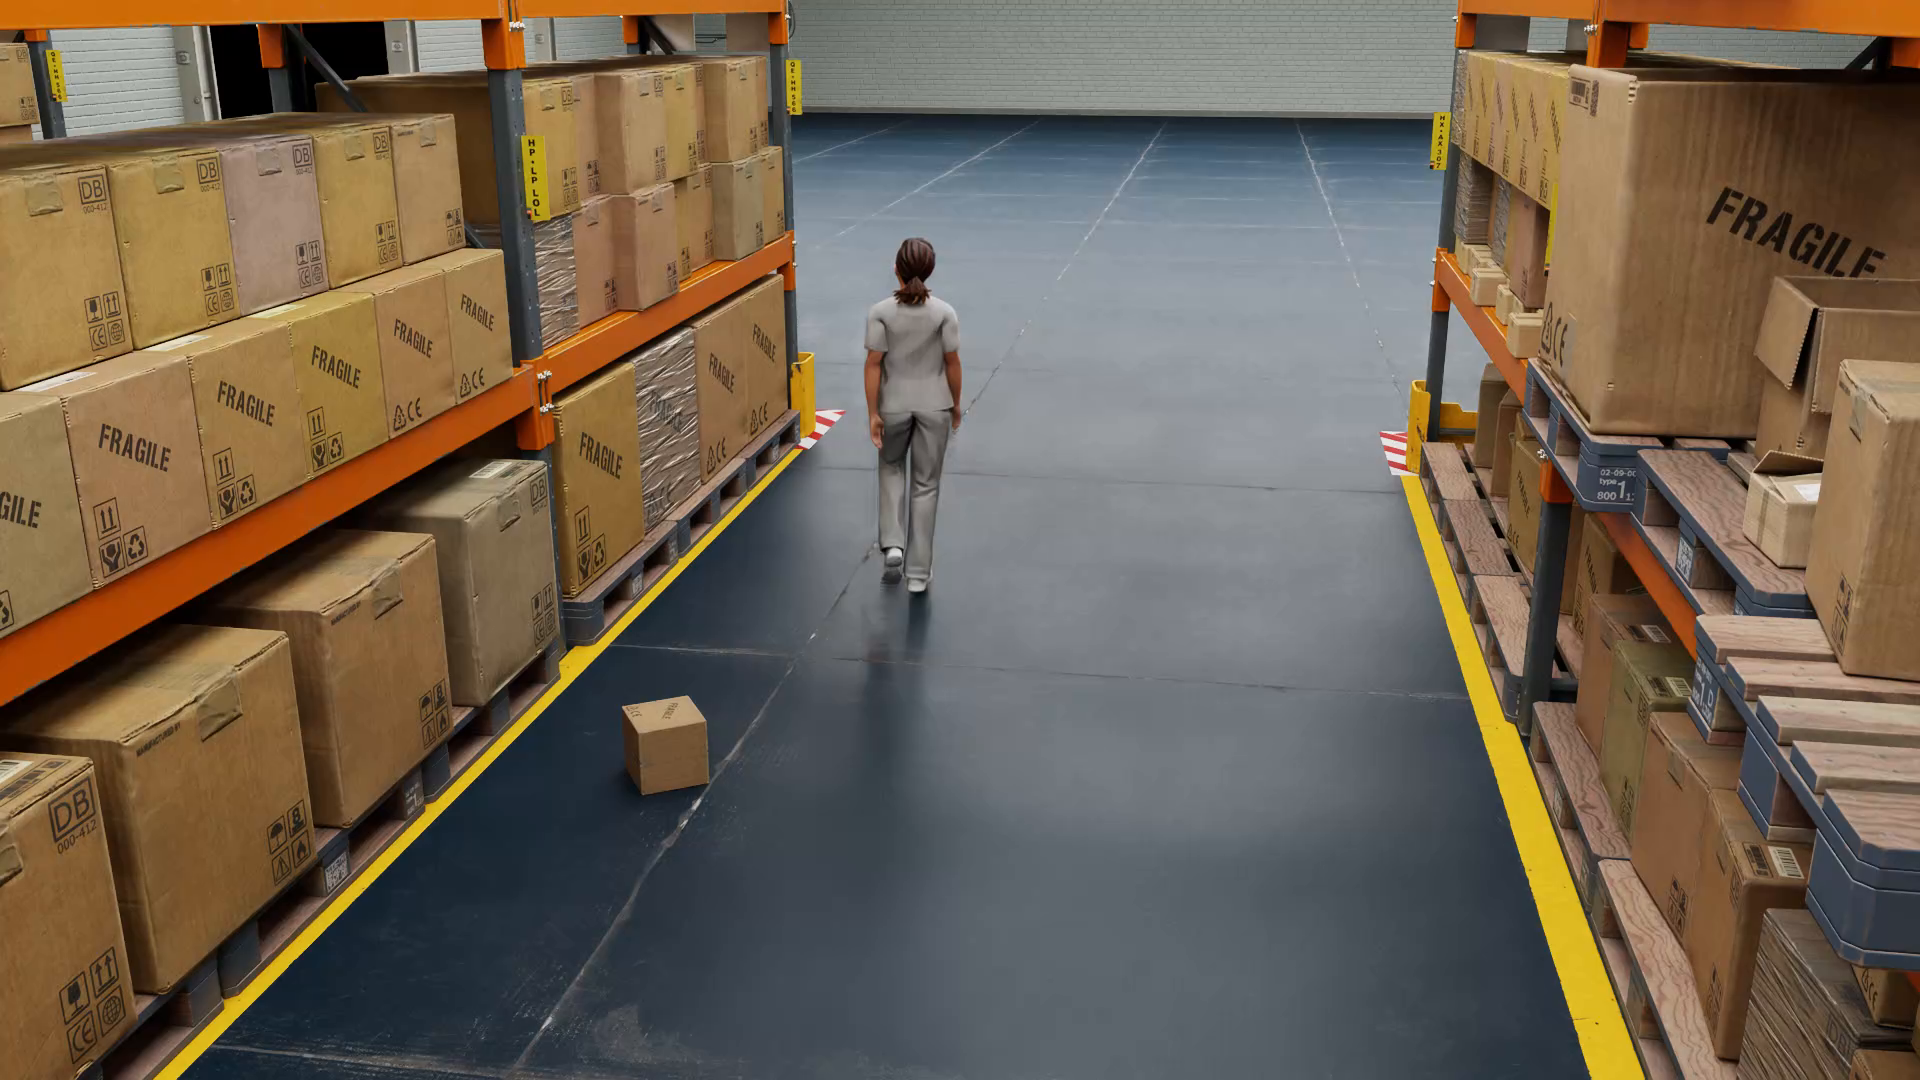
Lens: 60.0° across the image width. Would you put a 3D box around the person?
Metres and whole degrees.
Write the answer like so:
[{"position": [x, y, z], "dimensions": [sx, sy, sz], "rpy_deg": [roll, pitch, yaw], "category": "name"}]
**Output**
[{"position": [-0.212, -0.577, 7.851], "dimensions": [0.445, 1.705, 0.481], "rpy_deg": [1, 18, 3], "category": "person"}]
